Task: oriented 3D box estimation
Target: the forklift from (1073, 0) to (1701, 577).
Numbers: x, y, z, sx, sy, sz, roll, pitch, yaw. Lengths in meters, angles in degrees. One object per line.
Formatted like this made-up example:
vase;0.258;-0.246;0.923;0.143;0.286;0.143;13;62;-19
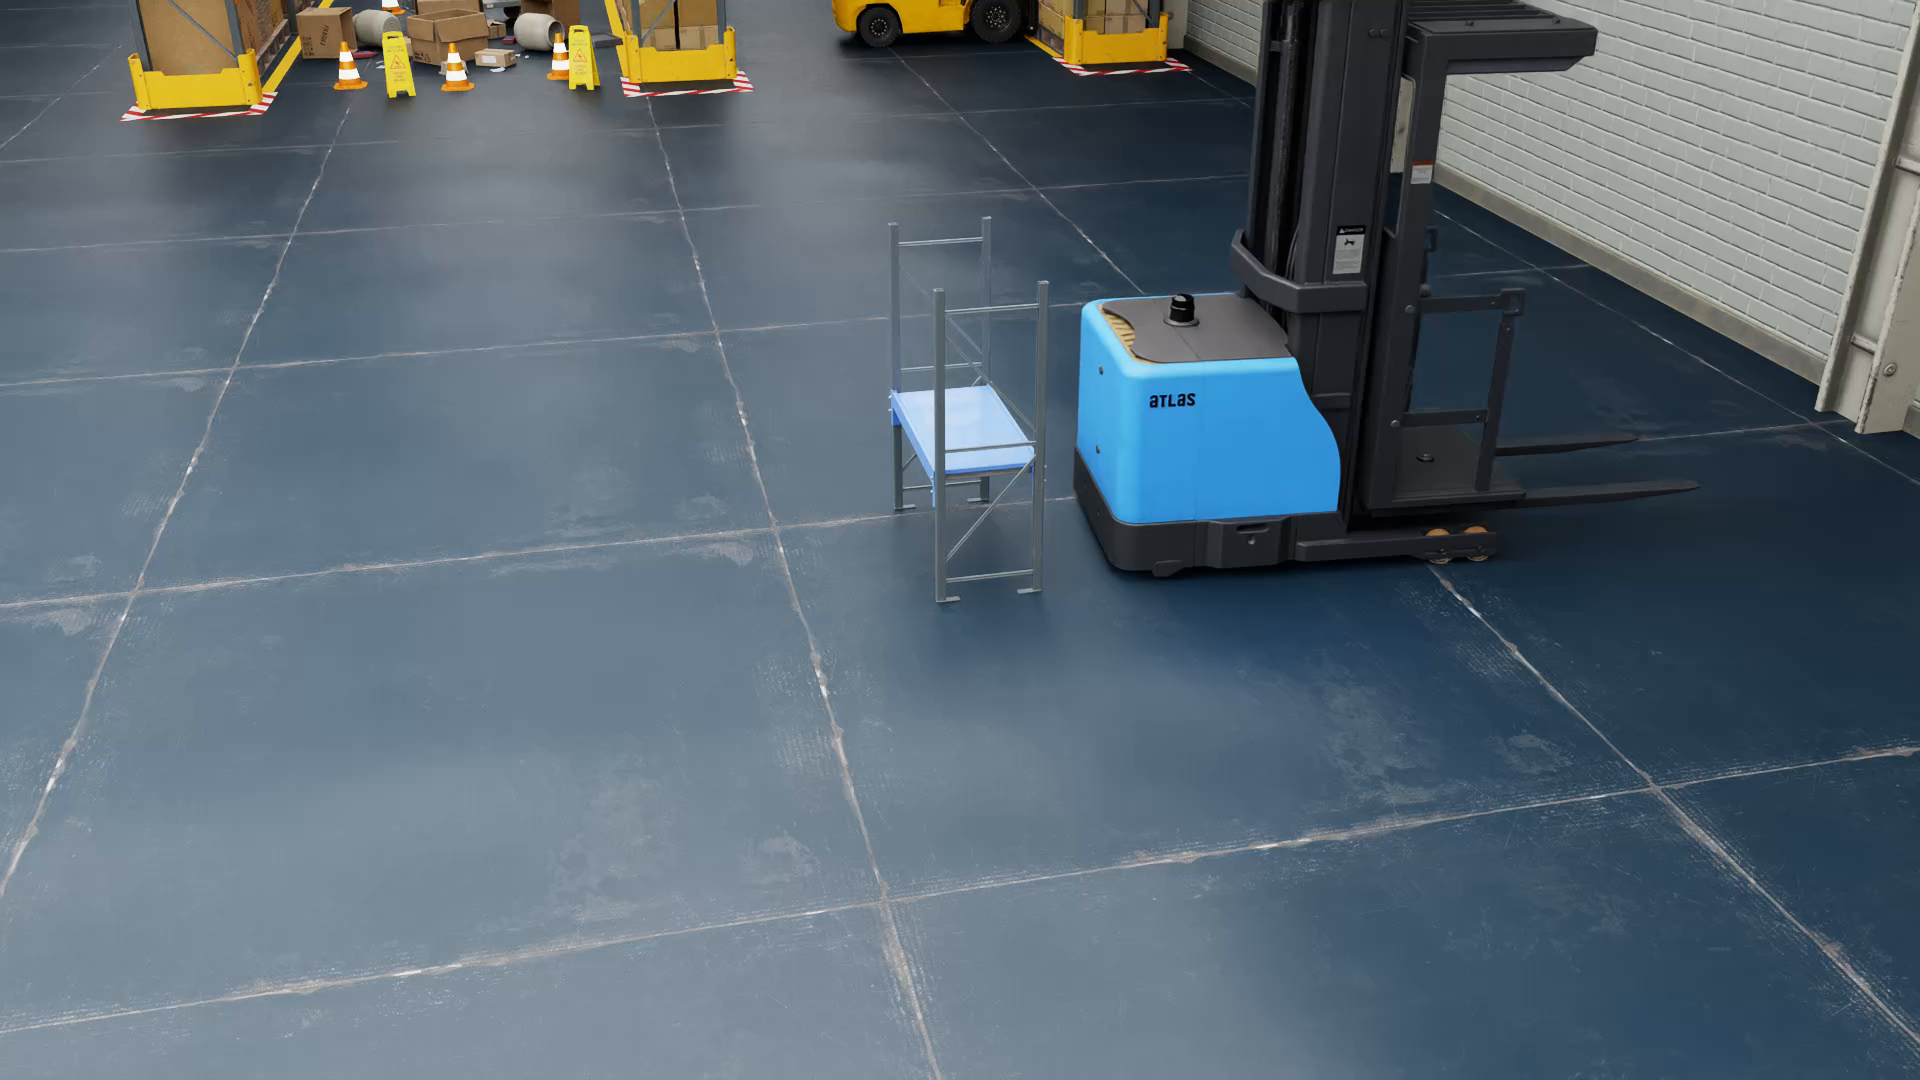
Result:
forklift;2.149;-1.425;7.820;3.031;2.935;1.130;-4;27;-8

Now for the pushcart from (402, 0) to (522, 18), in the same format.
pushcart;-6.153;-6.740;21.185;1.648;0.377;0.936;-16;31;-29

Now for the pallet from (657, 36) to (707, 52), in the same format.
pallet;-3.207;-5.557;19.026;1.003;0.211;1.213;-6;27;-12

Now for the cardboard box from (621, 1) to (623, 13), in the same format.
cardboard box;-3.819;-6.372;20.131;0.500;0.250;0.500;-6;27;-12

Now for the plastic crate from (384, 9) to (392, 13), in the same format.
plastic crate;-7.427;-6.445;20.746;0.450;0.188;0.662;-2;25;20

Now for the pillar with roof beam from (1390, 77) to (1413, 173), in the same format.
pillar with roof beam;-0.327;-6.918;11.970;9.100;9.000;0.400;-6;27;-12

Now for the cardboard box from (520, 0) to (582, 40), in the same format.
cardboard box;-5.027;-6.441;20.454;0.500;0.500;0.500;13;30;24

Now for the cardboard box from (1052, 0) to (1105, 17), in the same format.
cardboard box;1.380;-6.279;19.392;0.500;0.250;0.500;-6;27;-12

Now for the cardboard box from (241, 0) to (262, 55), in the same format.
cardboard box;-8.259;-5.777;18.260;0.875;0.875;0.875;-6;27;-12

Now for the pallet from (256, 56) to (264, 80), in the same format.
pallet;-8.098;-4.960;17.842;1.003;0.211;1.213;-6;27;-12

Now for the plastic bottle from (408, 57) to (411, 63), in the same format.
plastic bottle;-6.441;-5.544;19.166;0.133;0.061;0.283;-16;31;-29

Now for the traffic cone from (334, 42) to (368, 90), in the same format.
traffic cone;-6.577;-5.106;17.853;0.336;0.463;0.334;-6;27;-12

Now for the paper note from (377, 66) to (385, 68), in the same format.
paper note;-6.531;-5.378;18.873;0.144;0.017;0.142;3;27;6

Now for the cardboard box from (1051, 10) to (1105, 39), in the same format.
cardboard box;1.380;-6.048;19.490;0.500;0.250;0.500;-6;27;-11

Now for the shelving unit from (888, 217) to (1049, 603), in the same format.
shelving unit;0.019;-0.632;7.838;0.538;1.500;1.048;-6;27;-12

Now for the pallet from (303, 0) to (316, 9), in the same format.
pallet;-9.268;-7.240;22.361;1.003;0.211;1.213;-6;27;-12

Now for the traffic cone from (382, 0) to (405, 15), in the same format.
traffic cone;-7.574;-7.227;22.055;0.336;0.463;0.334;-6;27;-12

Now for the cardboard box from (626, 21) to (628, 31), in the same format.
cardboard box;-3.595;-5.924;19.244;0.500;0.250;0.500;-6;27;-11

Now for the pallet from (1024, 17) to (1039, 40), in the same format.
pallet;1.309;-6.535;20.964;1.003;0.211;1.213;-6;27;-12

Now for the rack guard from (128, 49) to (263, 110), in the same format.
rack guard;-7.836;-4.735;17.076;1.175;0.500;0.348;-6;27;-12

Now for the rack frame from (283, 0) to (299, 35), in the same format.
rack frame;-8.743;-7.617;20.013;1.000;3.000;0.127;-6;27;-12

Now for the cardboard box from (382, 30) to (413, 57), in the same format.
cardboard box;-6.561;-5.829;19.505;0.396;0.266;0.258;-1;27;-3

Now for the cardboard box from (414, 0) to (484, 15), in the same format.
cardboard box;-6.123;-6.278;19.980;0.797;0.637;0.503;-6;27;-12

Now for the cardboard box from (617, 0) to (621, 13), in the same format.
cardboard box;-4.073;-6.838;21.054;0.500;0.250;0.500;-7;28;-14

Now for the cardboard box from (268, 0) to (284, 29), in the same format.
cardboard box;-8.669;-6.573;19.836;0.875;0.875;0.875;-6;27;-11

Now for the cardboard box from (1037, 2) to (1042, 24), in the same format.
cardboard box;1.173;-6.488;20.361;0.500;0.250;0.500;-6;27;-11

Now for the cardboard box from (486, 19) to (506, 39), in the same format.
cardboard box;-5.850;-6.368;20.573;0.396;0.266;0.258;19;32;32

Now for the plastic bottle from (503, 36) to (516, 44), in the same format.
plastic bottle;-5.479;-6.096;20.259;0.133;0.061;0.283;-1;27;-3

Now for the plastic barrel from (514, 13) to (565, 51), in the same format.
plastic barrel;-4.982;-6.011;19.690;0.512;0.421;0.421;13;30;24

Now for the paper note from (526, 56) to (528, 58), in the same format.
paper note;-5.061;-5.650;19.432;0.032;0.001;0.123;-6;27;-12

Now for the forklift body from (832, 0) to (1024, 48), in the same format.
forklift body;-0.411;-7.182;20.093;2.313;2.155;1.214;-6;27;-12

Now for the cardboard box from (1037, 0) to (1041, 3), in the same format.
cardboard box;1.140;-6.725;20.276;0.500;0.250;0.500;-7;28;-13

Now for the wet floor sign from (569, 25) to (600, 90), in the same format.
wet floor sign;-4.041;-5.165;17.768;0.267;0.644;0.232;3;27;6

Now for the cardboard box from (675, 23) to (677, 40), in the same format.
cardboard box;-3.061;-5.976;19.345;0.500;0.250;0.500;-5;27;-10

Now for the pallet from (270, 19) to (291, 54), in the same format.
pallet;-8.648;-6.031;19.964;1.003;0.211;1.213;-6;27;-12

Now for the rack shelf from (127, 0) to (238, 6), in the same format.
rack shelf;-8.292;-6.418;18.436;1.077;0.370;4.000;-6;27;-12

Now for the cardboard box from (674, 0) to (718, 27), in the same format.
cardboard box;-2.960;-6.096;18.752;0.500;0.500;0.500;-7;28;-13

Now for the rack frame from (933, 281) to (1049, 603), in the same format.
rack frame;0.134;-0.409;7.396;0.500;1.500;0.032;-6;27;-12

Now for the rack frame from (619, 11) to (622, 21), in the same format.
rack frame;-3.943;-8.165;21.097;1.000;3.000;0.127;-6;27;-12

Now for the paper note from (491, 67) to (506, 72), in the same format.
paper note;-5.194;-5.296;18.708;0.148;0.019;0.142;-16;31;-29

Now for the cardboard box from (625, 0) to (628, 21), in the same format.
cardboard box;-3.597;-6.257;19.071;0.500;0.500;0.500;-5;27;-10
